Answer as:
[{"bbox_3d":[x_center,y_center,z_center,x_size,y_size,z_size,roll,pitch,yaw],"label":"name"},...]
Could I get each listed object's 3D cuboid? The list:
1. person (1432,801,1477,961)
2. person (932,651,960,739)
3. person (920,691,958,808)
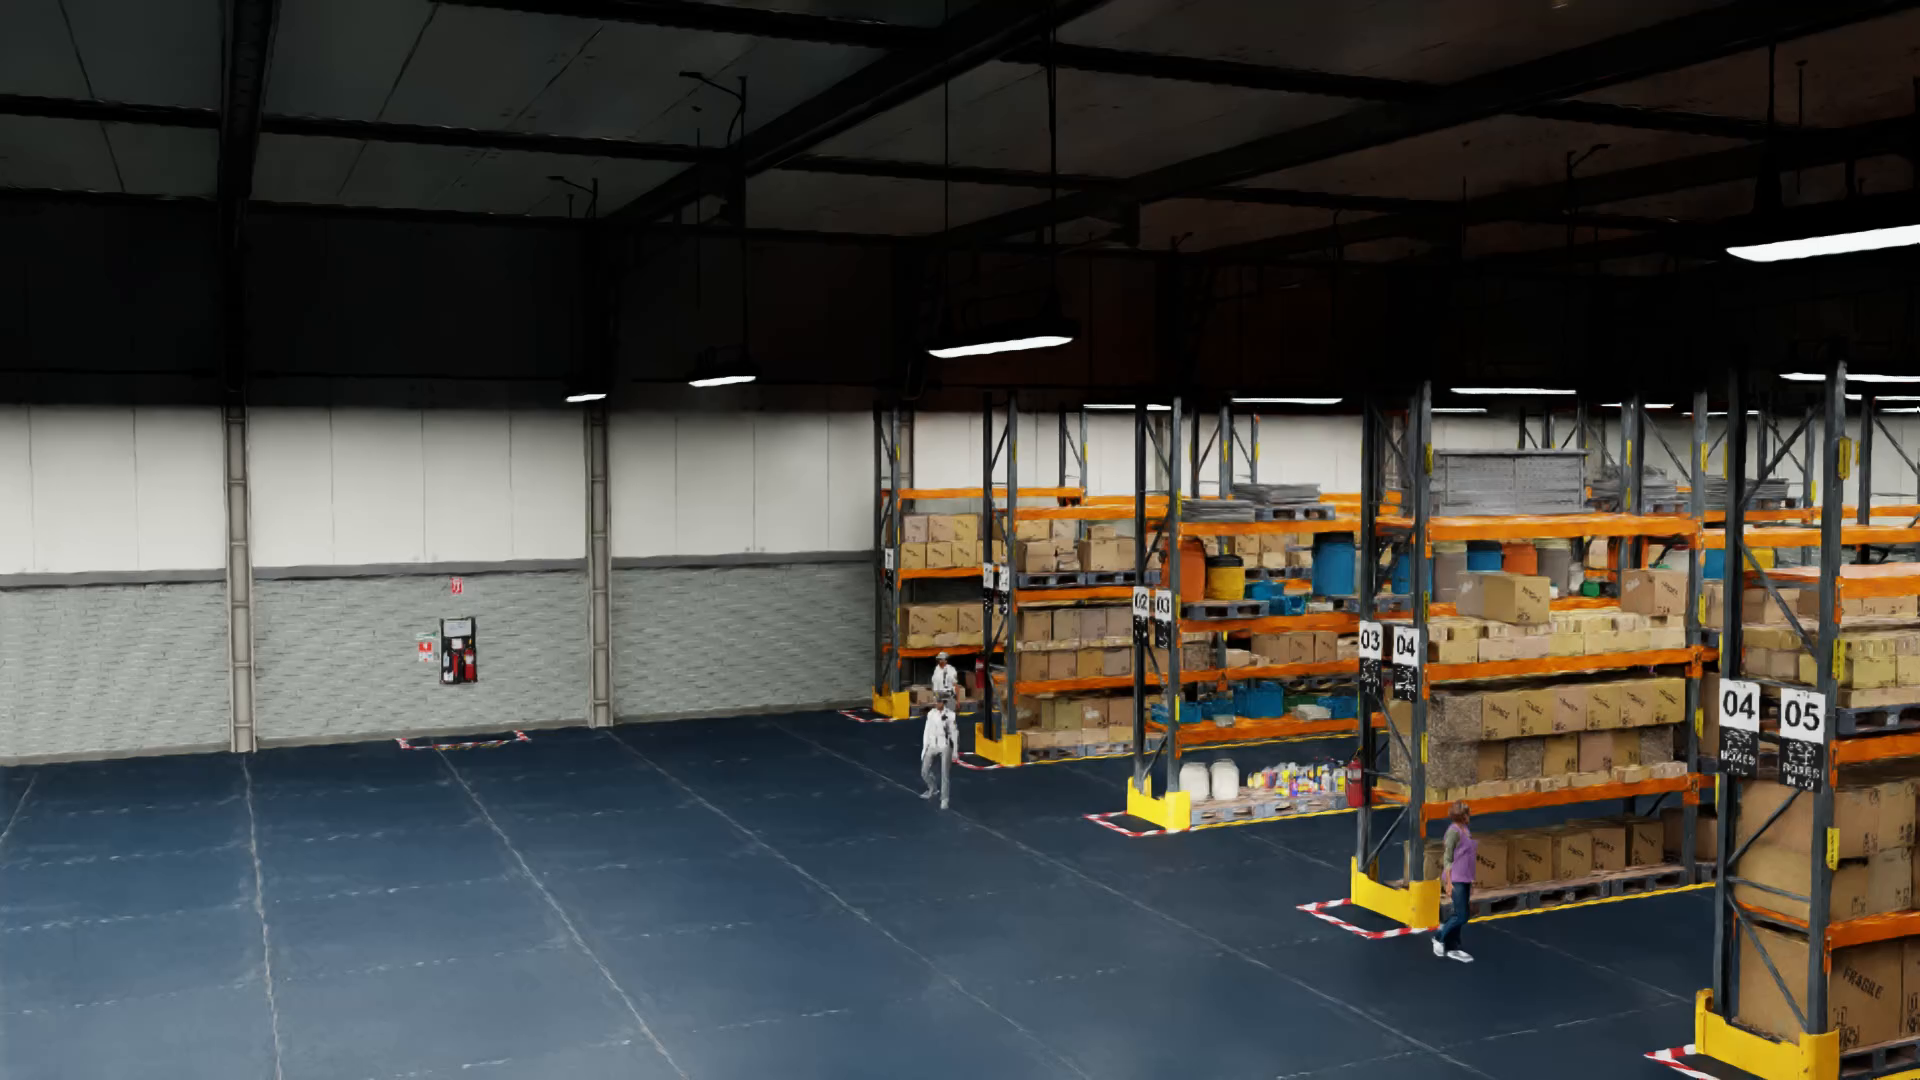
[{"bbox_3d":[4.940,3.407,16.584,0.407,1.581,0.452,3,4,37],"label":"person"},{"bbox_3d":[-0.252,2.687,28.408,0.567,1.598,0.914,3,5,43],"label":"person"},{"bbox_3d":[-0.322,2.957,23.674,0.659,1.661,0.499,2,4,25],"label":"person"}]
